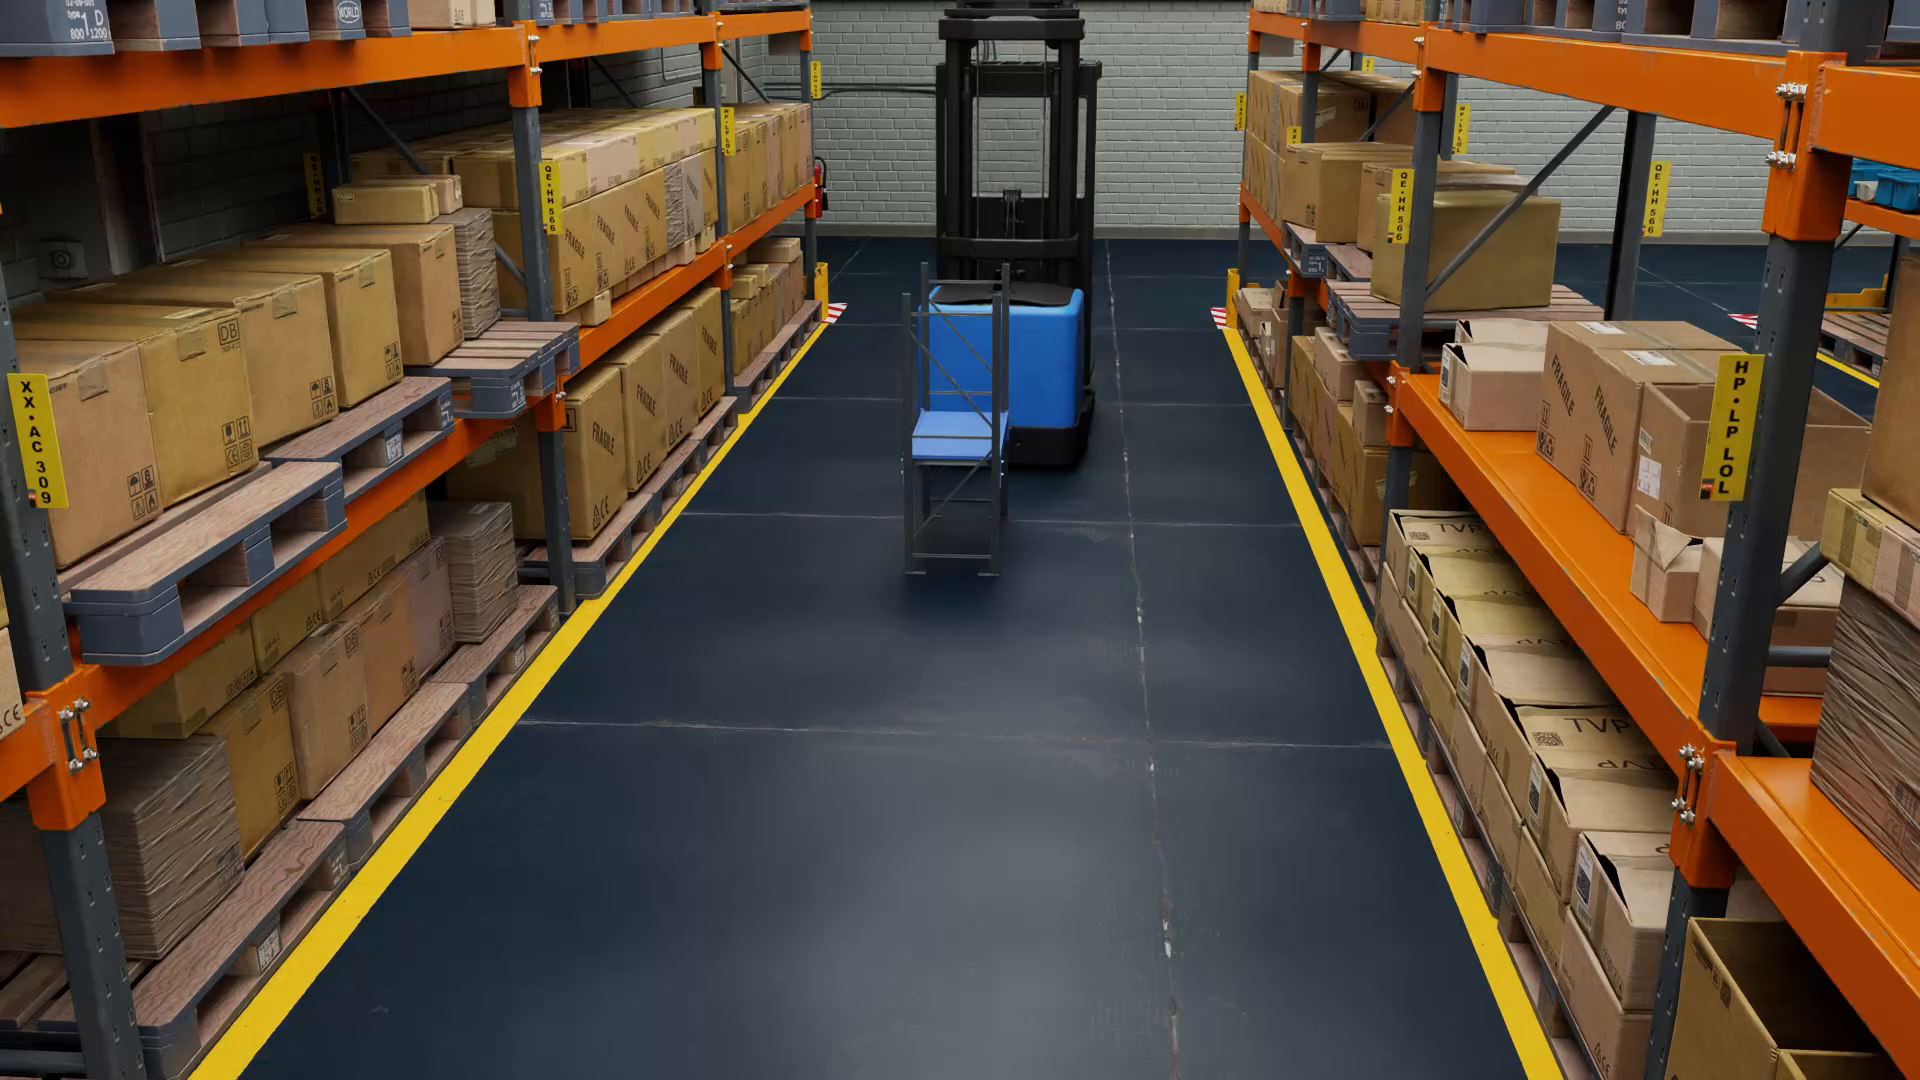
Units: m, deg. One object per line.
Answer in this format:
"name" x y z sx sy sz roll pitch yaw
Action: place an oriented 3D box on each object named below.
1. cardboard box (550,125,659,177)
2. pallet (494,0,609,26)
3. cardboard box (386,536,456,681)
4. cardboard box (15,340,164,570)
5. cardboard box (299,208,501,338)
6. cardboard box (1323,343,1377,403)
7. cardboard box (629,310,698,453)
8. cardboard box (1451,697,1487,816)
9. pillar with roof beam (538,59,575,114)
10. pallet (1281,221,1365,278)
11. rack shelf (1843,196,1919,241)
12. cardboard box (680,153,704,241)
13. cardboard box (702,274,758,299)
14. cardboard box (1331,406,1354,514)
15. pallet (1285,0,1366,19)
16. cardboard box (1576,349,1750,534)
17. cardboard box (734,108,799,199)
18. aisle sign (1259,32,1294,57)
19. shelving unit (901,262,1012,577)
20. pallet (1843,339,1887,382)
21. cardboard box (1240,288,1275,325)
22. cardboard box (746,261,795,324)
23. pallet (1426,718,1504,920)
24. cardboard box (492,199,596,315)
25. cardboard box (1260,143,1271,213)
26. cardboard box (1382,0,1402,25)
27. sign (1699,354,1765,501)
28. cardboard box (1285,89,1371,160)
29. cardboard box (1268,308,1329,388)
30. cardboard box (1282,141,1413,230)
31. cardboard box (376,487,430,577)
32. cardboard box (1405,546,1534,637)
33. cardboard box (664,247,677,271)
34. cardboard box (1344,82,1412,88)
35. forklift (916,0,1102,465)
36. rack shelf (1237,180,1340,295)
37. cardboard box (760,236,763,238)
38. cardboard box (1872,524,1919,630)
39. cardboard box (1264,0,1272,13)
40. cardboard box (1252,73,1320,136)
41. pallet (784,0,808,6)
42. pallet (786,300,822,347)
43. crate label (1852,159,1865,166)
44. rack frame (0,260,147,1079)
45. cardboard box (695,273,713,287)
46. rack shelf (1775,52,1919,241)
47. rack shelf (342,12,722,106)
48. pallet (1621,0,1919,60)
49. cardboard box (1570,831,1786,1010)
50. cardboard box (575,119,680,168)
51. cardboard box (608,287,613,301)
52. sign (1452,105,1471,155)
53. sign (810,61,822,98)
"cardboard box" -2.043 -2.243 9.578 0.500 0.250 0.500 1 18 3
"pallet" -2.440 -2.609 8.055 1.213 0.211 1.003 2 18 6
"cardboard box" -2.585 0.289 7.033 0.700 0.500 0.500 1 18 4
"cardboard box" -2.649 -0.244 4.483 0.700 0.500 0.500 1 18 4
"cardboard box" -2.457 -1.183 7.348 0.700 0.500 0.500 -1 18 -3
"cardboard box" 2.410 -0.972 9.675 0.500 0.250 0.500 1 18 3
"cardboard box" -2.124 -1.012 10.472 0.750 0.750 0.750 2 18 6
"cardboard box" 2.074 0.777 5.975 0.500 0.250 0.500 2 18 5
"pillar with roof beam" 1.335 -5.306 11.165 9.100 9.000 0.400 1 18 4
"pallet" 2.629 -1.868 10.616 1.003 0.211 1.213 1 18 4
"rack shelf" 7.879 -2.373 13.003 1.077 0.370 4.000 1 18 4
"cardboard box" -1.954 -2.205 10.666 0.500 0.500 0.500 1 18 4
"cardboard box" -1.784 -1.967 12.907 0.380 0.149 0.250 2 18 6
"cardboard box" 2.379 -0.441 9.258 0.500 0.500 0.500 1 18 2
"pallet" 2.678 -3.340 10.285 1.213 0.211 1.003 1 18 4
"cardboard box" 2.367 -0.326 5.439 0.500 0.500 0.500 1 18 4
"cardboard box" -1.927 -3.315 14.240 0.980 0.700 0.700 1 18 3
"aisle sign" 2.794 -4.711 14.807 0.394 0.787 0.004 1 18 4
"shelving unit" -0.006 -0.686 9.109 0.538 1.500 1.048 1 18 4
"pallet" 7.834 -1.378 13.288 1.003 0.211 1.213 1 18 4
"cardboard box" 2.724 -2.032 14.517 0.500 0.250 0.500 1 18 4
"cardboard box" -1.846 -2.194 14.641 0.700 0.500 0.500 1 18 4
"pallet" 2.320 0.995 6.048 1.003 0.211 1.213 1 18 4
"cardboard box" -2.143 -1.416 8.257 0.500 0.500 0.500 2 18 6
"cardboard box" 2.679 -2.892 13.271 0.500 0.500 0.500 2 18 5
"cardboard box" 2.543 -2.731 7.961 0.910 0.500 0.500 1 18 4
"sign" 1.680 -0.242 3.613 0.100 0.325 0.005 1 18 4
"cardboard box" 2.573 -2.891 11.662 0.500 0.500 0.500 1 18 4
"cardboard box" 2.553 -1.410 12.216 0.500 0.500 0.500 1 18 4
"cardboard box" 2.538 -2.310 10.821 0.700 0.500 0.500 -5 19 -15
"cardboard box" -2.536 -0.050 6.861 0.500 0.250 0.500 2 18 5
"cardboard box" 2.149 0.197 6.845 0.500 0.311 0.500 1 18 3
"cardboard box" -1.990 -1.777 10.401 0.380 0.149 0.250 1 18 4
"cardboard box" 3.183 -3.188 12.568 0.500 0.500 0.500 1 18 2
"forklift" 0.410 -2.291 11.709 1.130 2.935 3.031 2 18 7
"rack shelf" 2.939 -2.485 13.344 1.077 0.370 4.000 1 18 4
"cardboard box" -2.000 -2.701 15.146 0.380 0.149 0.250 1 18 4
"cardboard box" 1.991 0.081 3.157 0.380 0.149 0.250 2 18 5
"cardboard box" 2.709 -4.338 13.267 0.500 0.250 0.500 1 18 4
"cardboard box" 2.757 -3.676 14.057 0.500 0.500 0.500 1 18 4
"pallet" -1.902 -4.710 14.304 1.003 0.211 1.213 1 18 4
"pallet" -1.839 -1.982 15.132 1.003 0.211 1.213 1 18 4
"crate label" 7.676 -3.216 14.592 0.416 0.233 0.303 1 18 4
"rack frame" -2.716 0.170 4.087 0.949 2.616 0.053 1 18 4
"cardboard box" -2.145 -2.070 13.220 0.380 0.149 0.250 1 18 2
"rack shelf" 2.078 -0.183 1.503 1.077 0.370 4.000 1 18 4
"rack shelf" -2.289 -2.777 9.419 1.077 0.370 4.000 1 18 4
"pallet" 2.272 -1.329 4.153 0.805 0.209 1.217 1 18 2
"cardboard box" 1.965 0.988 4.432 0.500 0.311 0.500 1 18 4
"cardboard box" -2.007 -2.402 10.061 0.500 0.250 0.500 2 18 5
"cardboard box" -2.143 -1.380 9.189 0.380 0.149 0.250 2 18 5
"sign" 3.349 -2.744 11.121 0.100 0.325 0.005 1 18 4
"sign" -1.319 -4.203 15.194 0.100 0.325 0.005 1 18 4
